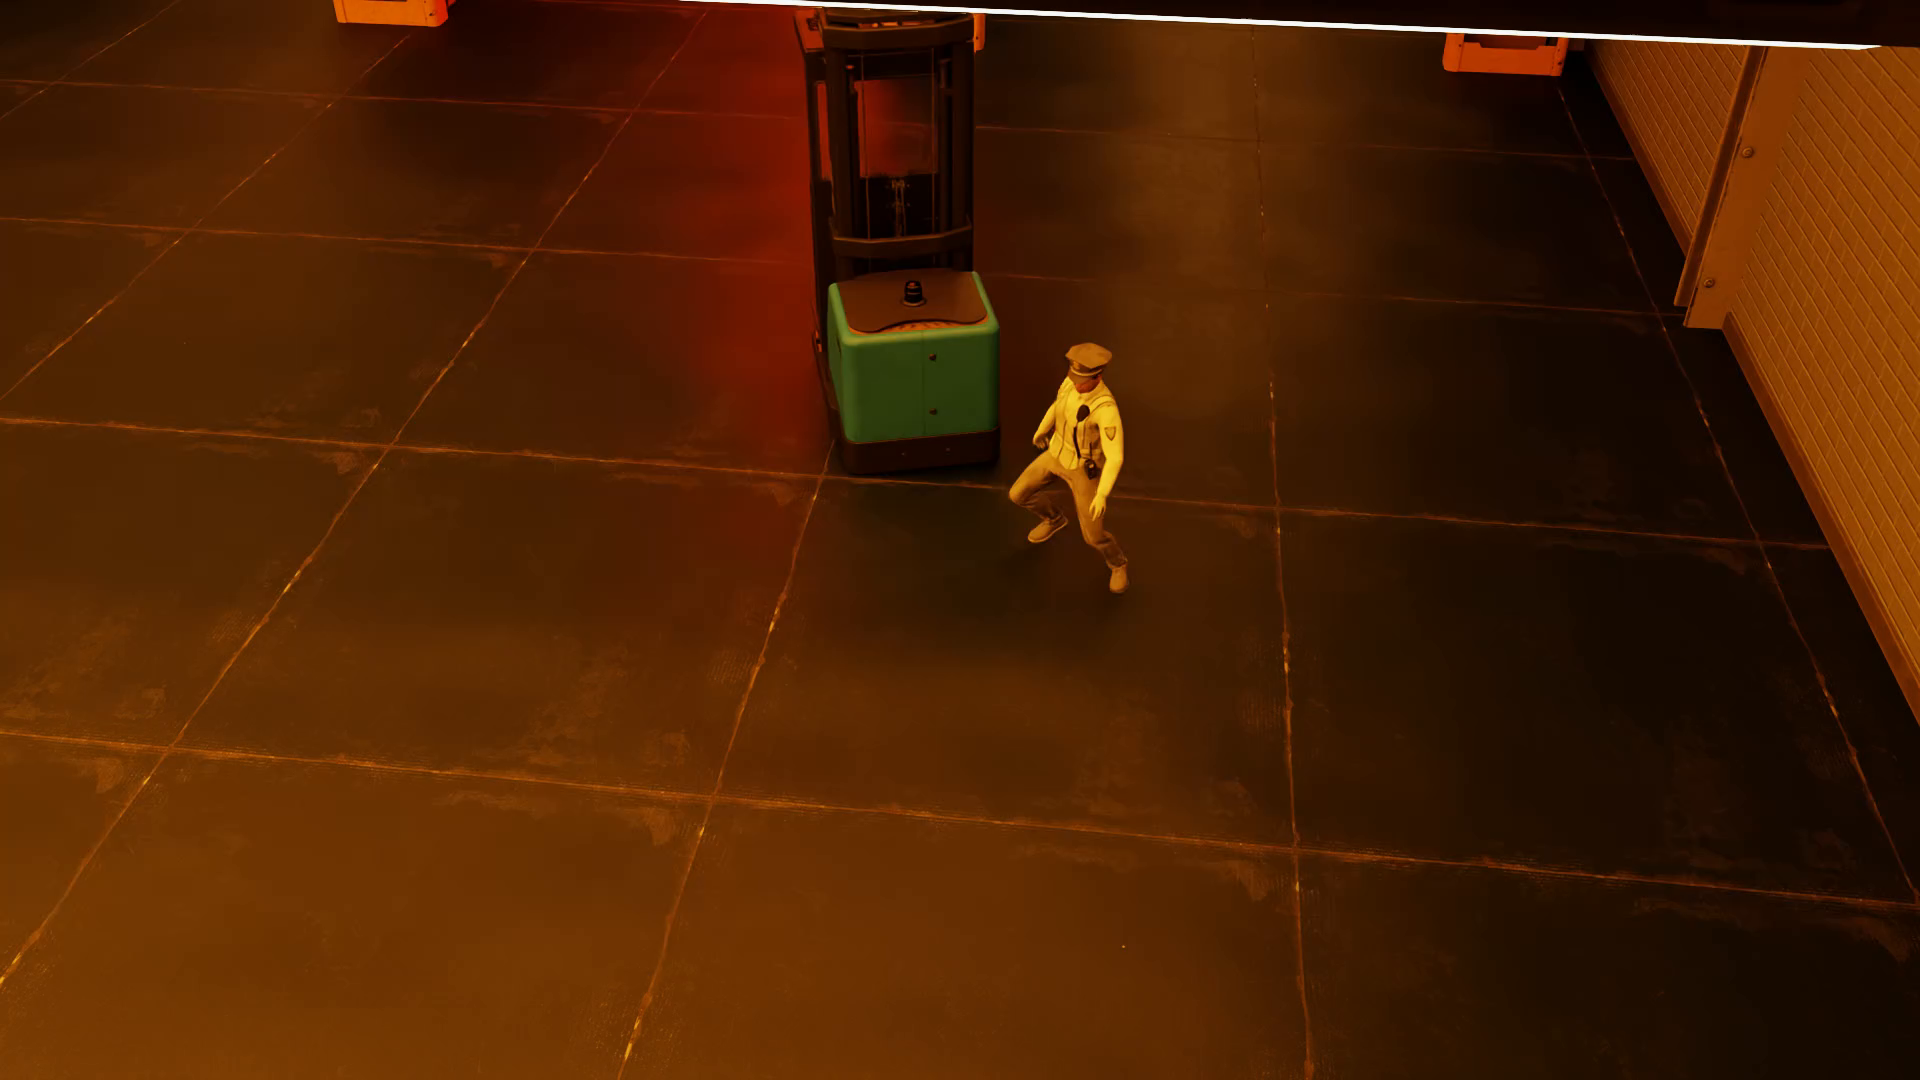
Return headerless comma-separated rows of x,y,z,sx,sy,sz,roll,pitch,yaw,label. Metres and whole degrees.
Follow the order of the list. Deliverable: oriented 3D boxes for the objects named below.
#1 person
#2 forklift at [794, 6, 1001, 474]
0.685,-0.455,9.828,0.570,1.566,0.856,-20,41,-24,person
-0.497,-2.485,11.401,1.130,2.935,3.031,-6,37,-8,forklift
